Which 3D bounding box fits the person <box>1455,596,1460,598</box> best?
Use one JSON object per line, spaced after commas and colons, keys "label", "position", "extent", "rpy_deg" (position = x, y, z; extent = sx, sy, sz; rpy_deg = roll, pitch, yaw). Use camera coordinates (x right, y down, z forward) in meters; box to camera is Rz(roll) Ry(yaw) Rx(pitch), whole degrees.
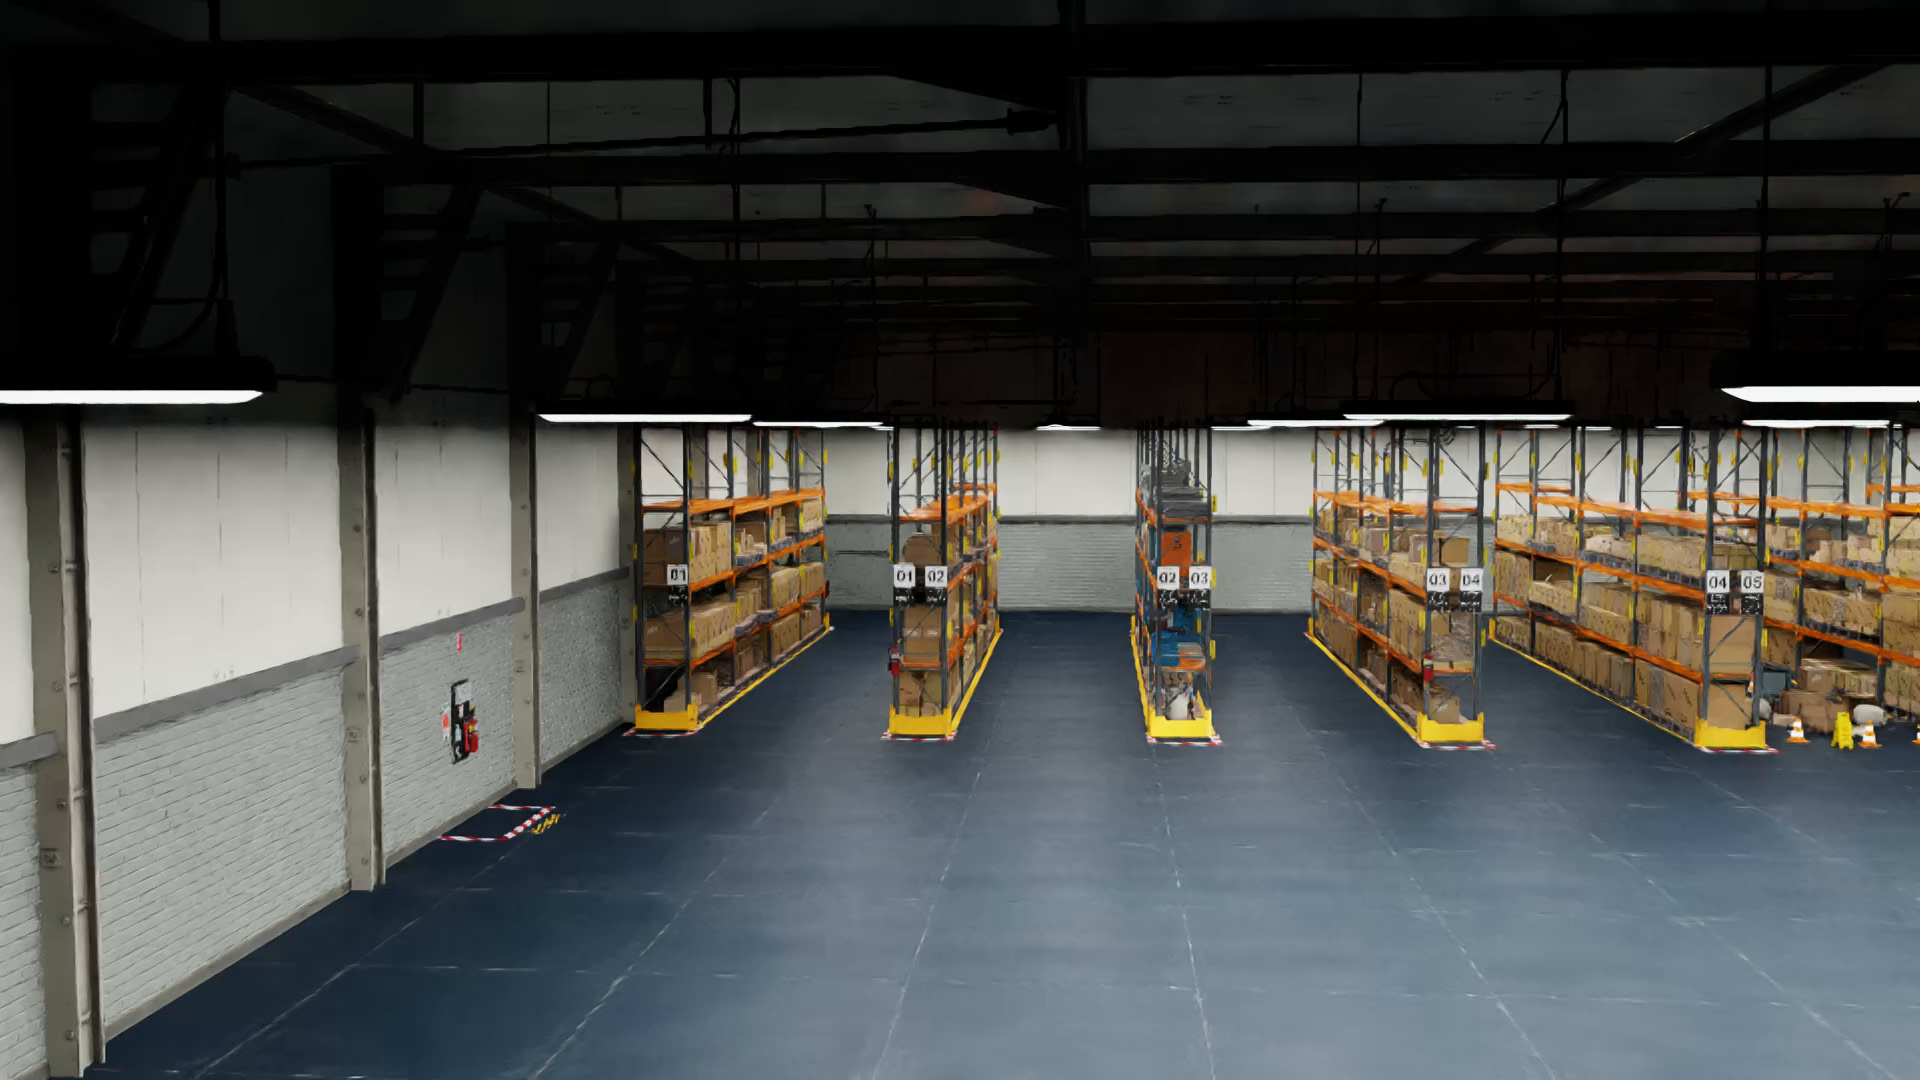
{"label": "person", "position": [15.170, 1.569, 50.922], "extent": [0.475, 1.654, 0.602], "rpy_deg": [-2, 4, -27]}

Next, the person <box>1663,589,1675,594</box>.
{"label": "person", "position": [18.710, 1.949, 44.074], "extent": [0.580, 1.763, 0.673], "rpy_deg": [2, 4, 32]}
